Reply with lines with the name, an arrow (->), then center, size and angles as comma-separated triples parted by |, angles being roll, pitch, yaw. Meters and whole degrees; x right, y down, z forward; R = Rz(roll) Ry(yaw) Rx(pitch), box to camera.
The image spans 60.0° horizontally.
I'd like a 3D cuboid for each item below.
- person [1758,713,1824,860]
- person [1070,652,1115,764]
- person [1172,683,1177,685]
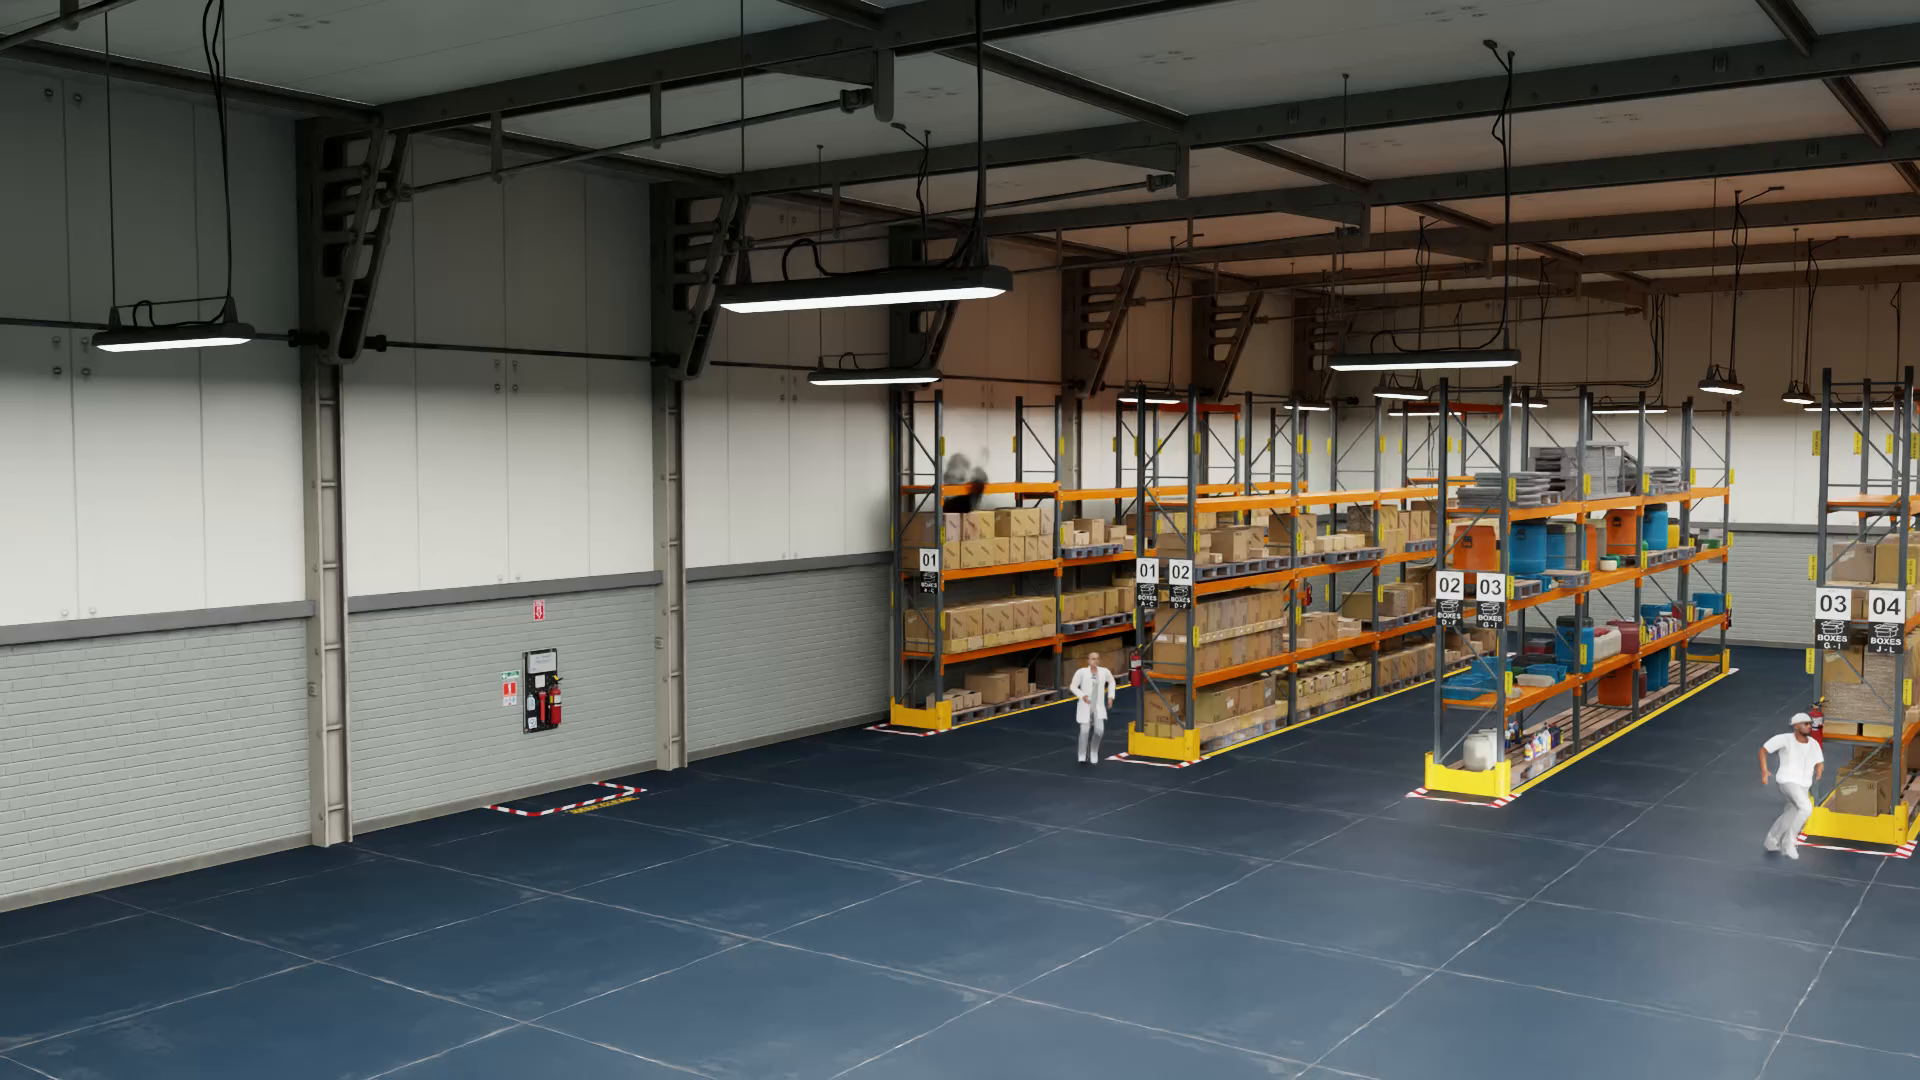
person -> 10.225, 2.977, 20.307 | 0.713, 1.717, 0.685 | -1, 3, -16
person -> 2.107, 2.656, 26.169 | 0.759, 1.784, 0.643 | 0, 3, -7
person -> 4.191, 2.399, 31.222 | 0.582, 1.690, 0.666 | 1, 3, 23
